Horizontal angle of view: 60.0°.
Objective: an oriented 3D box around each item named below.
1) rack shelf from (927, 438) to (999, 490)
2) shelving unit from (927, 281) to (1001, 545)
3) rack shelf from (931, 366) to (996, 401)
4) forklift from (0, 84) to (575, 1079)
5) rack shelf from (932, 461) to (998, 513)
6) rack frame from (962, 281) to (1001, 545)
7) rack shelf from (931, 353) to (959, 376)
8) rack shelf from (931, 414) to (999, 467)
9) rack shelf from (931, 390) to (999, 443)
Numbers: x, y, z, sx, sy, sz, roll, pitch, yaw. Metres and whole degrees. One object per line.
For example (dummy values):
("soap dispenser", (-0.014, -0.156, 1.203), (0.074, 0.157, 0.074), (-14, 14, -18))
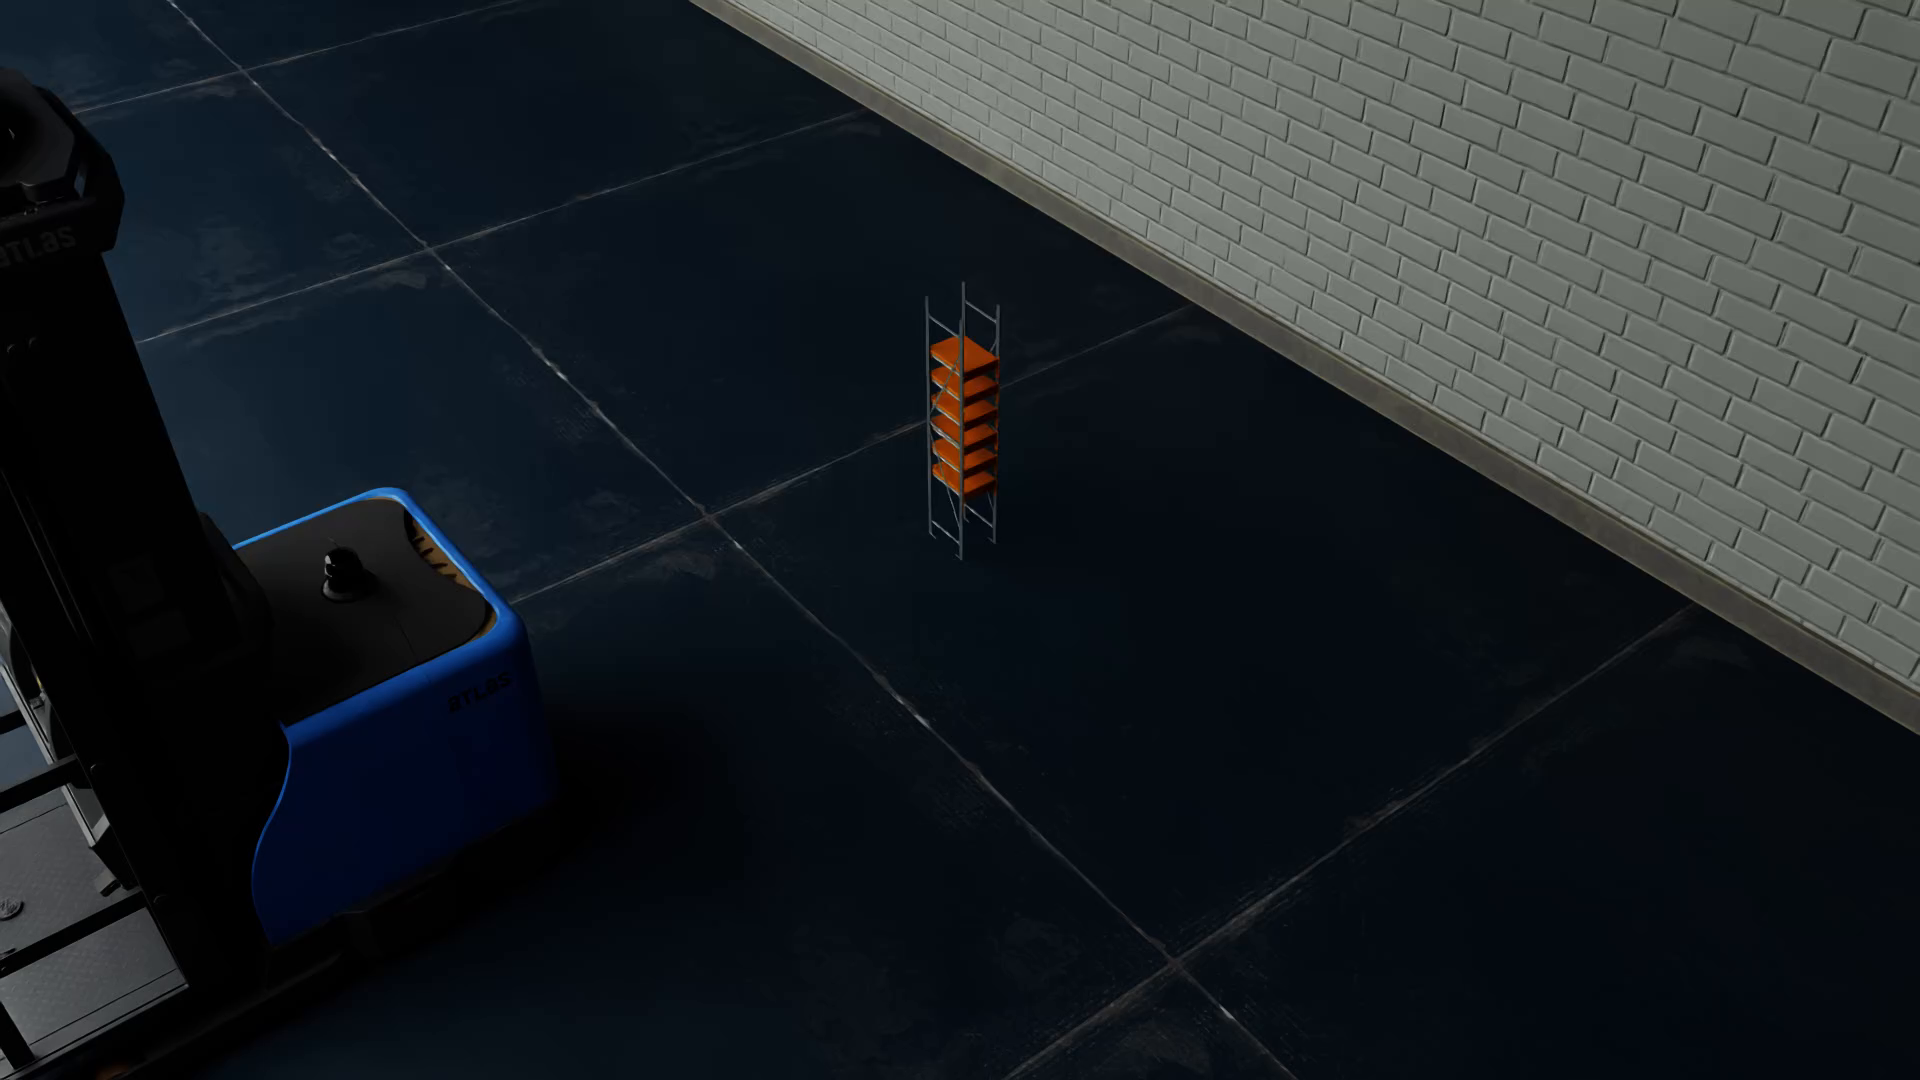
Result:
("rack shelf", (0.011, -0.342, 6.981), (0.180, 0.103, 0.258), (-26, 46, -28))
("shelving unit", (0.013, -0.470, 6.877), (0.184, 1.200, 0.258), (-26, 46, -28))
("rack shelf", (0.011, -0.642, 6.735), (0.171, 0.034, 0.221), (-26, 46, -28))
("forklift", (-2.828, 0.363, 4.603), (3.031, 2.797, 1.129), (-27, 46, -29))
("rack shelf", (0.011, -0.250, 7.057), (0.180, 0.103, 0.258), (-26, 46, -28))
("rack frame", (0.084, -0.505, 6.919), (0.006, 1.200, 0.240), (-26, 46, -28))
("rack shelf", (0.011, -0.729, 6.664), (0.166, 0.020, 0.199), (-26, 46, -28))
("rack shelf", (0.011, -0.435, 6.904), (0.180, 0.103, 0.258), (-26, 46, -28))
("rack shelf", (0.011, -0.528, 6.828), (0.180, 0.103, 0.258), (-26, 46, -28))
